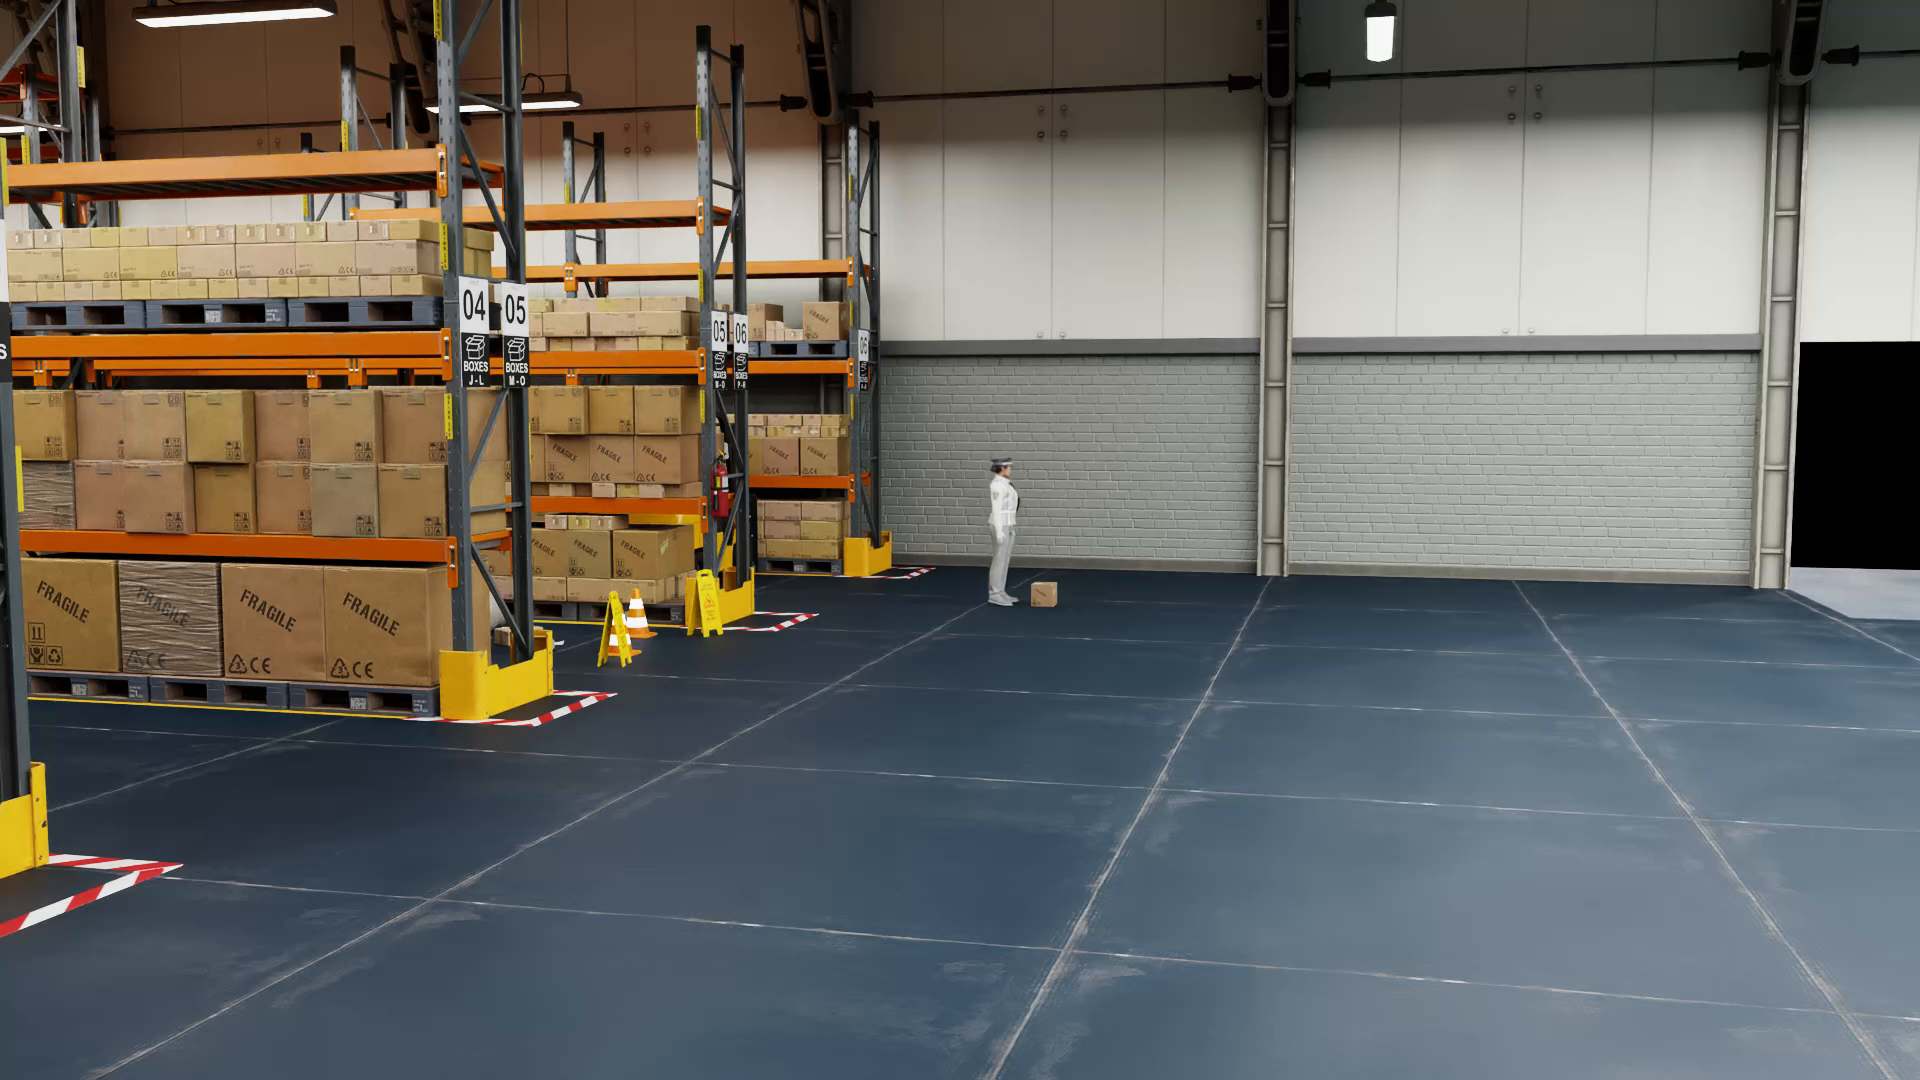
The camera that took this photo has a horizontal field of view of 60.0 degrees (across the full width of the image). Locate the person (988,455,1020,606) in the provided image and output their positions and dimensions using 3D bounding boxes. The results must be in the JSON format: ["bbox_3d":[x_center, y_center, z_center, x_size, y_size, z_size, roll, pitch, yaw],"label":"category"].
[{"bbox_3d":[0.491,-0.114,18.746,0.324,1.682,0.508,1,5,15],"label":"person"}]
